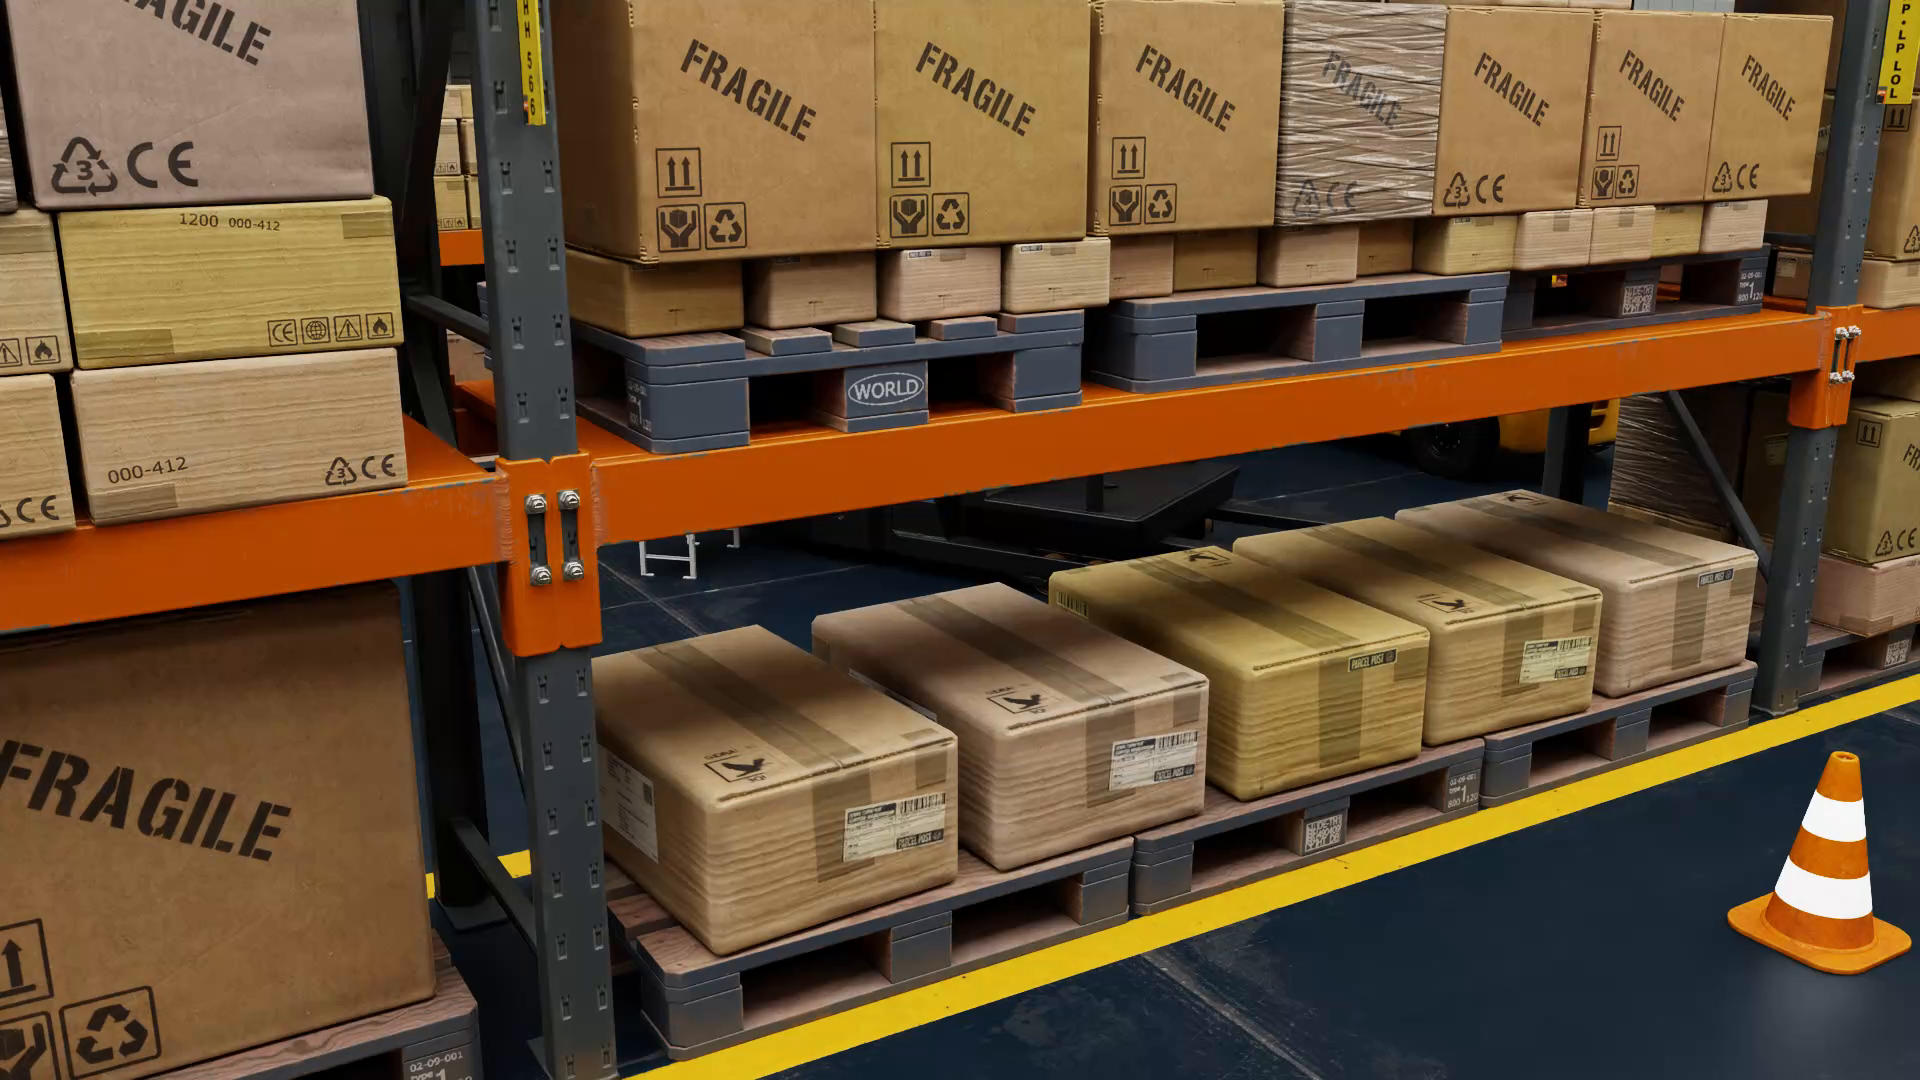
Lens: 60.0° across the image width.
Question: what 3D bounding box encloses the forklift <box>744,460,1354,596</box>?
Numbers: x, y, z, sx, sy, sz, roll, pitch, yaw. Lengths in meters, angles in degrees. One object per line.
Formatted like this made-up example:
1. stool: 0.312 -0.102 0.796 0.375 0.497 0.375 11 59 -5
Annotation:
1. forklift: 0.540 -1.327 6.715 3.031 2.935 1.130 9 18 29

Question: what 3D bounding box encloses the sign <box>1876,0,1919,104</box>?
1. sign: 2.705 -1.421 4.775 0.005 0.325 0.100 -9 18 -30

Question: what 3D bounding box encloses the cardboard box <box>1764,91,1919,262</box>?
1. cardboard box: 2.937 -1.179 5.322 0.500 0.500 0.500 -9 18 -30

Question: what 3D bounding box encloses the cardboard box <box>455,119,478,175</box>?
1. cardboard box: -2.178 -1.895 7.963 0.500 0.250 0.500 -10 18 -31

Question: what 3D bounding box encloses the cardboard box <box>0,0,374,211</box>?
1. cardboard box: -1.321 -0.832 2.784 0.500 0.500 0.500 -10 18 -31

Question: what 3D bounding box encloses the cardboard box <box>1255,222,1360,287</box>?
1. cardboard box: 0.772 -0.732 4.151 0.250 0.149 0.380 -9 18 -28

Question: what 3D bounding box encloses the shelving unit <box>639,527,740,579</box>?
1. shelving unit: -1.144 -0.489 6.932 0.258 1.200 0.503 4 16 13

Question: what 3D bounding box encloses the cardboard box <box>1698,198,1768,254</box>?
1. cardboard box: 2.117 -0.937 4.882 0.250 0.149 0.380 -9 18 -29

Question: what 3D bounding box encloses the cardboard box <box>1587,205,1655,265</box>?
1. cardboard box: 1.679 -0.860 4.609 0.250 0.149 0.380 -10 18 -31

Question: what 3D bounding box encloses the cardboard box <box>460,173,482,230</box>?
1. cardboard box: -2.195 -1.658 8.045 0.500 0.250 0.500 -10 18 -31

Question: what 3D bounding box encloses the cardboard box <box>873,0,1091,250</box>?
1. cardboard box: -0.065 -0.912 3.590 0.500 0.500 0.500 -8 18 -27

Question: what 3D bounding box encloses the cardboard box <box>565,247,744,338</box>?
1. cardboard box: -0.639 -0.518 3.389 0.250 0.149 0.380 -10 19 -33

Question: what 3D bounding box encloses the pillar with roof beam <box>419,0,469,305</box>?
1. pillar with roof beam: -0.702 -3.865 4.527 0.400 9.000 9.100 -9 18 -30

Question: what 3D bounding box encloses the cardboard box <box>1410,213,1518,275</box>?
1. cardboard box: 1.235 -0.798 4.388 0.250 0.149 0.380 -9 18 -30

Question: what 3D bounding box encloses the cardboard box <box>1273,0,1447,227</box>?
1. cardboard box: 0.820 -1.055 4.101 0.500 0.500 0.500 -10 19 -32

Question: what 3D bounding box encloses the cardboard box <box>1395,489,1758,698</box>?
1. cardboard box: 1.968 0.146 5.424 0.625 0.372 0.950 -9 18 -29

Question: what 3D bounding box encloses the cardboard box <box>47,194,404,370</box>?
1. cardboard box: -1.297 -0.477 2.907 0.500 0.250 0.500 -9 18 -30

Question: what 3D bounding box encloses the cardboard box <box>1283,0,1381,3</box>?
1. cardboard box: 0.952 -1.539 4.625 0.250 0.149 0.380 -8 18 -27

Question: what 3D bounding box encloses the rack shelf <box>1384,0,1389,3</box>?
1. rack shelf: 1.571 -3.515 10.167 4.000 0.370 1.077 -9 18 -30

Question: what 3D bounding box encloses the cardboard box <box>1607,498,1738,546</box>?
1. cardboard box: 2.784 -0.014 6.217 0.500 0.250 0.500 -8 18 -27

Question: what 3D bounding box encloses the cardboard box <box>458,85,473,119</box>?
1. cardboard box: -2.295 -2.080 7.885 0.250 0.149 0.380 -9 18 -29

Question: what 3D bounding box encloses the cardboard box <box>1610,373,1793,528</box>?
1. cardboard box: 2.785 -0.375 6.116 0.500 0.500 0.500 -9 18 -30

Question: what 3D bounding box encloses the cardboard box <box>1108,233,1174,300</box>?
1. cardboard box: 0.292 -0.662 3.903 0.250 0.149 0.380 -8 18 -26

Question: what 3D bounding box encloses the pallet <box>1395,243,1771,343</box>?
1. pallet: 1.686 -0.826 5.155 1.213 0.211 1.003 -9 18 -30

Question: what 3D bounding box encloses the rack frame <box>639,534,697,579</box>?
1. rack frame: -1.202 -0.425 6.704 0.240 1.200 0.015 4 16 13

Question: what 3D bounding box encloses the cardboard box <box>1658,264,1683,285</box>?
1. cardboard box: 2.534 -0.985 5.833 0.250 0.149 0.380 -9 18 -30

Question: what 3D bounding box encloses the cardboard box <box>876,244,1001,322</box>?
1. cardboard box: -0.121 -0.577 3.599 0.250 0.149 0.380 -11 19 -33

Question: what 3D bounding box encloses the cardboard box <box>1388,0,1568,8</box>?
1. cardboard box: 1.329 -1.438 4.267 0.250 0.149 0.380 -10 19 -32

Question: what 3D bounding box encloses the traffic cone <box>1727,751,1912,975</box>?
1. traffic cone: 2.074 0.727 3.960 0.334 0.463 0.336 -9 18 -30

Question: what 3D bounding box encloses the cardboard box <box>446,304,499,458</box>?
1. cardboard box: -2.475 -0.818 8.392 0.625 0.625 0.875 -9 18 -28

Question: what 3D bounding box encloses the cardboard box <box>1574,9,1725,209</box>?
1. cardboard box: 1.714 -1.198 4.612 0.500 0.500 0.500 -9 18 -29

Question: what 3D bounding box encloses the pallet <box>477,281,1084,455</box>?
1. pallet: -0.457 -0.466 3.872 1.003 0.211 1.213 -9 18 -30

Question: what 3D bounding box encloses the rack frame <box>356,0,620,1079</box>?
1. rack frame: -1.013 -0.435 3.404 0.127 3.000 1.000 -9 18 -30

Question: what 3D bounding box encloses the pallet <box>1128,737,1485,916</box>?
1. pallet: 0.702 0.631 4.768 1.213 0.211 1.003 -9 18 -30

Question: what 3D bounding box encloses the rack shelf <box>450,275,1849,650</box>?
1. rack shelf: 0.702 -0.367 4.493 4.000 0.370 1.077 -9 18 -30

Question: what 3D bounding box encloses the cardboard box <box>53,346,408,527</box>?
1. cardboard box: -1.313 -0.232 2.960 0.500 0.250 0.500 -10 18 -32

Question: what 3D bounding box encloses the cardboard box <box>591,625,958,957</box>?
1. cardboard box: -0.523 0.552 3.974 0.625 0.372 0.950 -11 19 -33

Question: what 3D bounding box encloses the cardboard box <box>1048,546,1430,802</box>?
1. cardboard box: 0.758 0.343 4.718 0.625 0.372 0.950 -9 18 -28

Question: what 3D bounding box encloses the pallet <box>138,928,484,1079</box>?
1. pallet: -1.727 1.000 3.452 1.213 0.211 1.003 -9 18 -30
